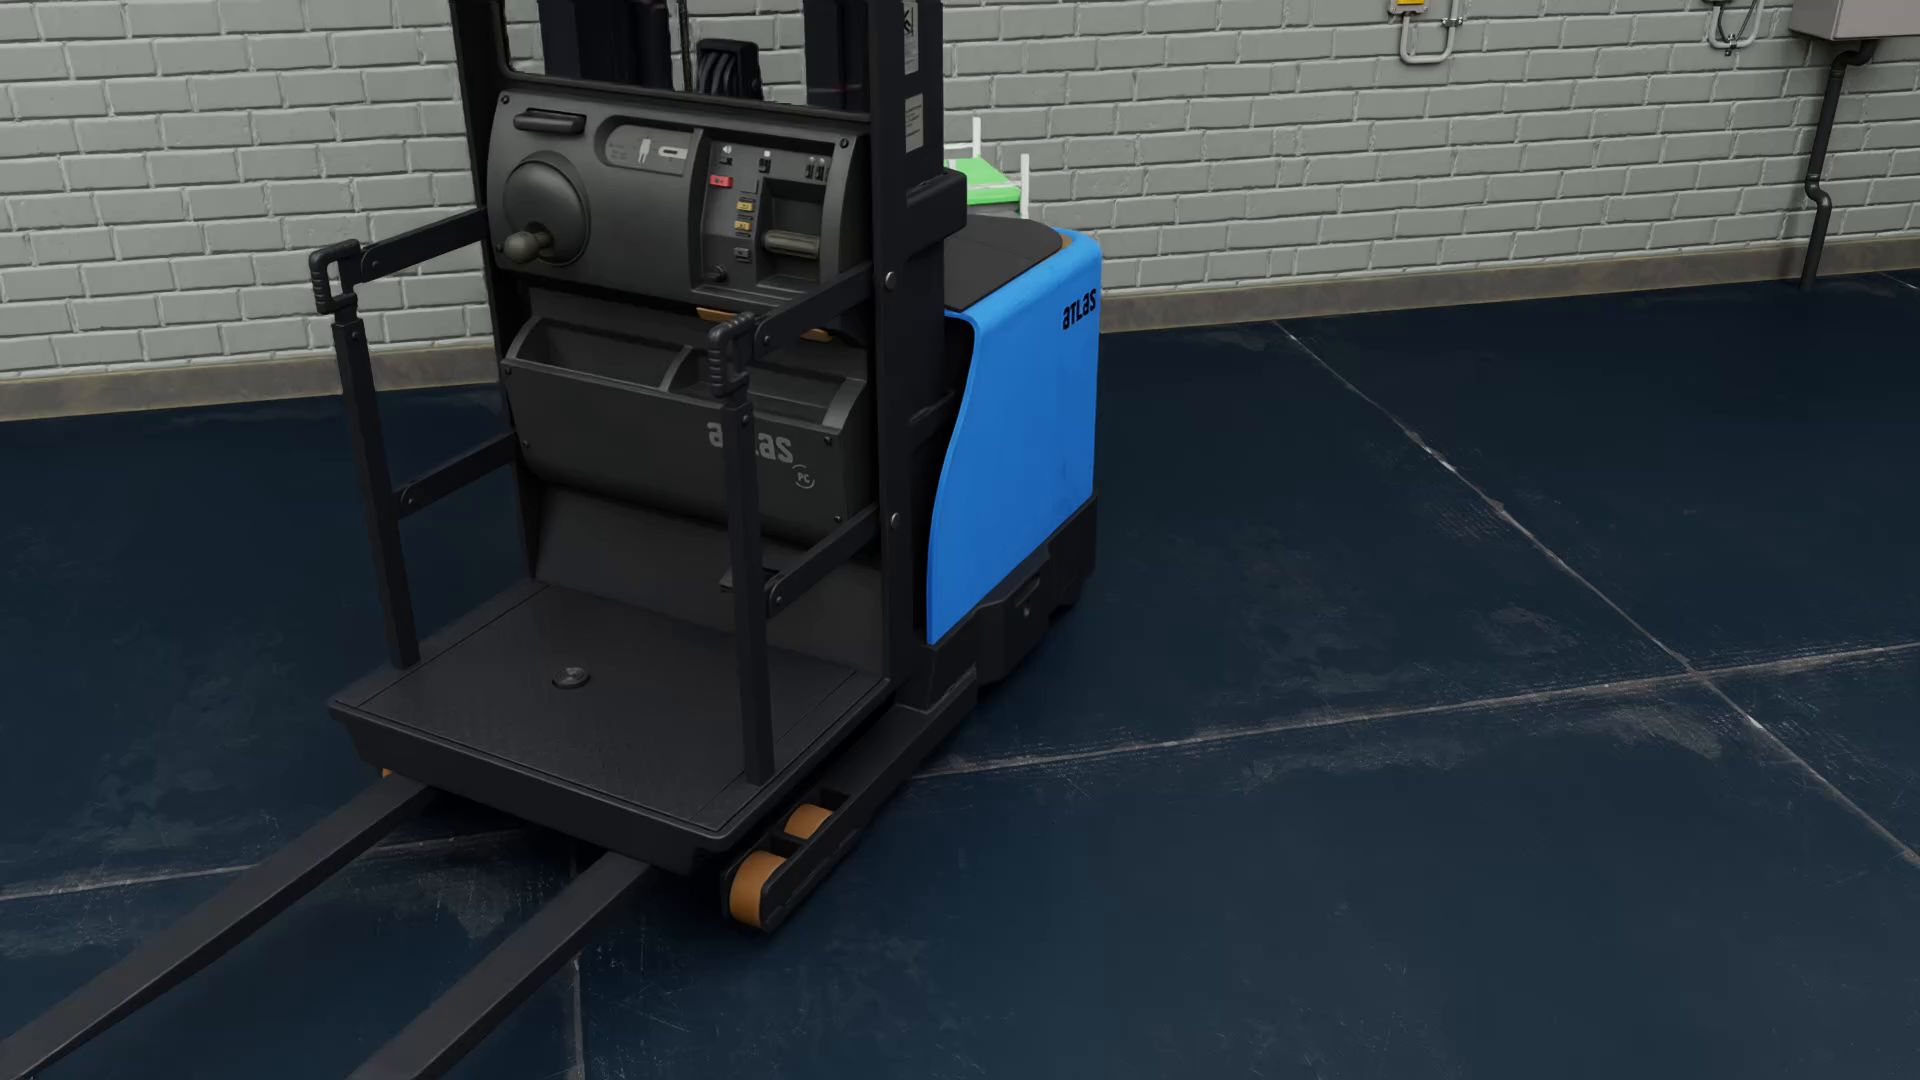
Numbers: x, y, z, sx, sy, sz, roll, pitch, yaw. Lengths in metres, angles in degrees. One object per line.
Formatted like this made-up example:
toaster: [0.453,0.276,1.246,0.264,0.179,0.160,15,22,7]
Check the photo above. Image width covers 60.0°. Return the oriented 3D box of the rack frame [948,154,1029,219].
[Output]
rack frame: [0.082,-0.560,5.028,0.240,1.200,0.015,-7,28,-14]

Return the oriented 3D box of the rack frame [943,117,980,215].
rack frame: [-0.054,-0.771,5.446,0.240,1.200,0.015,-7,28,-14]

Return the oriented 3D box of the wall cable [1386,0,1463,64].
wall cable: [1.758,-2.776,6.259,0.585,1.953,0.123,-6,27,-12]

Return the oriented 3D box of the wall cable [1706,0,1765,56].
wall cable: [3.138,-2.911,6.561,0.588,1.984,0.122,-6,27,-12]

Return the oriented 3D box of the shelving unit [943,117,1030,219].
shelving unit: [0.014,-0.666,5.237,0.258,1.200,0.503,-7,28,-14]

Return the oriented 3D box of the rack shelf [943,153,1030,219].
rack shelf: [0.014,-1.037,5.050,0.258,0.148,0.480,-7,28,-14]

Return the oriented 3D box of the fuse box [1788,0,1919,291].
fuse box: [3.838,-1.883,7.081,0.539,1.711,0.414,-6,27,-12]

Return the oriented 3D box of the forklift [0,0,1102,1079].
forklift: [-0.730,-0.700,3.383,1.130,2.935,3.031,13,30,25]
